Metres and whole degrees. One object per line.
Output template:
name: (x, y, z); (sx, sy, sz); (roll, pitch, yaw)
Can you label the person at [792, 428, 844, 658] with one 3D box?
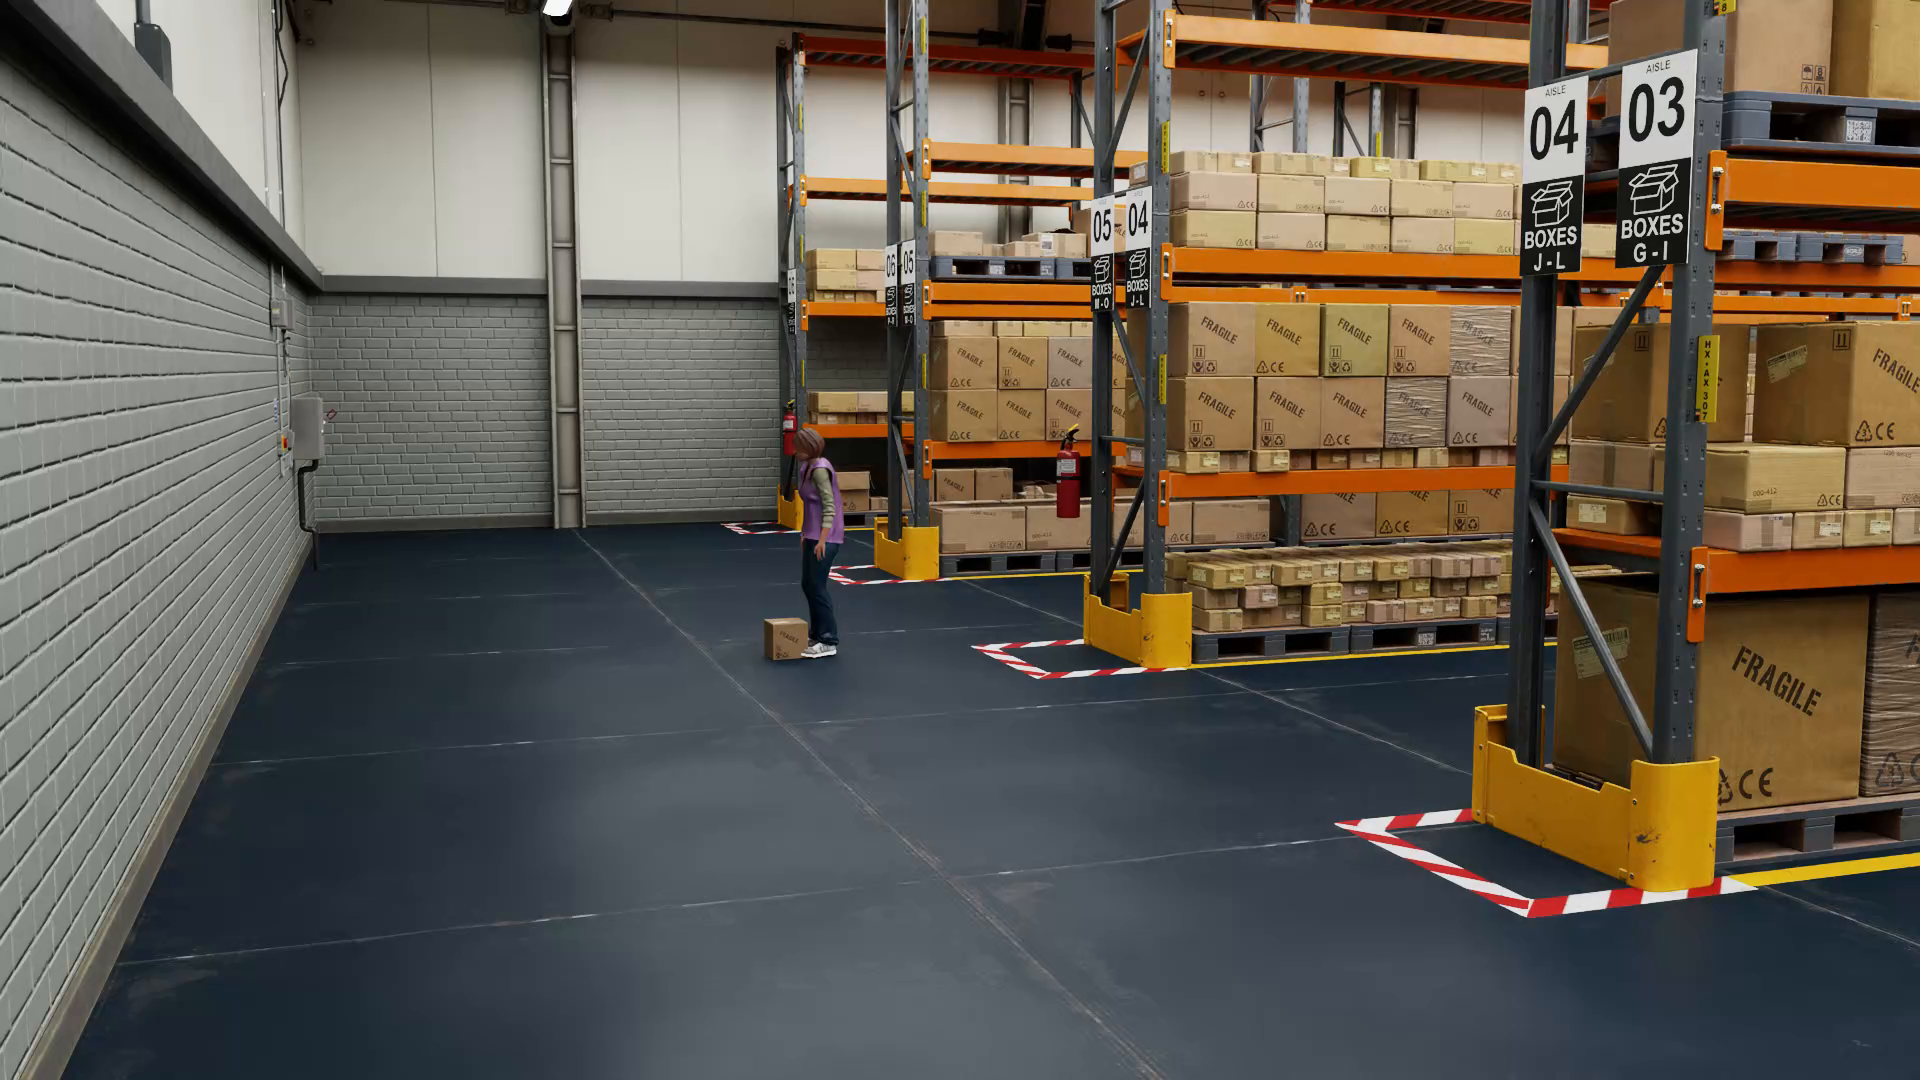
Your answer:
person: (-1.000, 0.014, 11.640); (0.350, 1.591, 0.470); (-2, 6, -20)
